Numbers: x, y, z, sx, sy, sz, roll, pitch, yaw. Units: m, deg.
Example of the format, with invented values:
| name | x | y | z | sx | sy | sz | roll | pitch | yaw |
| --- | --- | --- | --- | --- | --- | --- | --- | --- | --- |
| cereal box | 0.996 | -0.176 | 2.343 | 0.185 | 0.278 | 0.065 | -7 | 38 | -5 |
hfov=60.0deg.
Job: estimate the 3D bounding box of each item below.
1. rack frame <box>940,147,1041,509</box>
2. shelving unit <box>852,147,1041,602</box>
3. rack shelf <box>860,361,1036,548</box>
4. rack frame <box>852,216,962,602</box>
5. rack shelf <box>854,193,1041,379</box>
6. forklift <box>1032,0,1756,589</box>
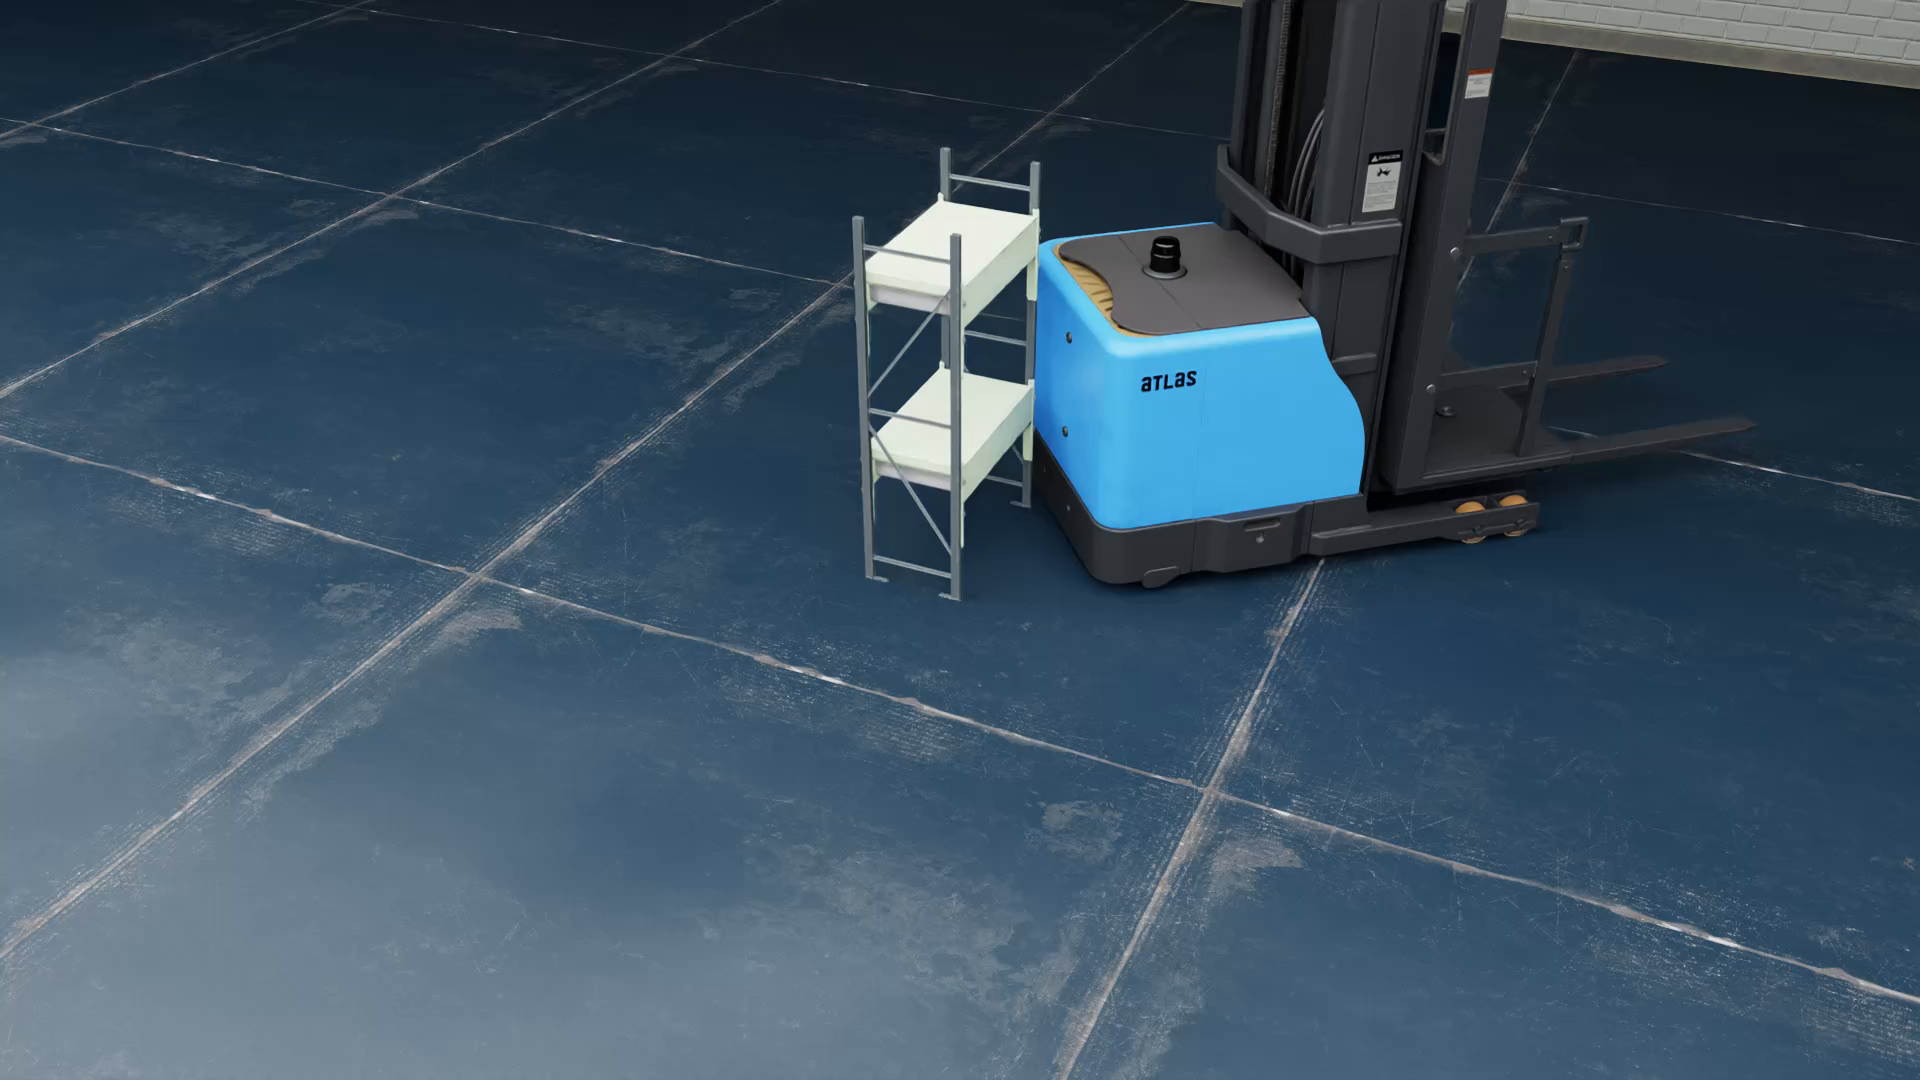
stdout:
| name | x | y | z | sx | sy | sz | roll | pitch | yaw |
| --- | --- | --- | --- | --- | --- | --- | --- | --- | --- |
| rack frame | 0.112 | -0.805 | 6.610 | 0.400 | 1.500 | 0.023 | 14 | 36 | 20 |
| shelving unit | -0.035 | -0.622 | 6.330 | 0.431 | 1.500 | 0.755 | 14 | 36 | 20 |
| rack shelf | -0.035 | -0.349 | 6.509 | 0.431 | 0.370 | 0.720 | 14 | 36 | 20 |
| rack frame | -0.182 | -0.438 | 6.050 | 0.400 | 1.500 | 0.023 | 14 | 36 | 20 |
| rack shelf | -0.035 | -0.948 | 6.116 | 0.431 | 0.370 | 0.720 | 14 | 36 | 20 |
| forklift | 1.848 | -1.482 | 6.337 | 3.031 | 2.935 | 1.130 | -9 | 34 | -13 |
